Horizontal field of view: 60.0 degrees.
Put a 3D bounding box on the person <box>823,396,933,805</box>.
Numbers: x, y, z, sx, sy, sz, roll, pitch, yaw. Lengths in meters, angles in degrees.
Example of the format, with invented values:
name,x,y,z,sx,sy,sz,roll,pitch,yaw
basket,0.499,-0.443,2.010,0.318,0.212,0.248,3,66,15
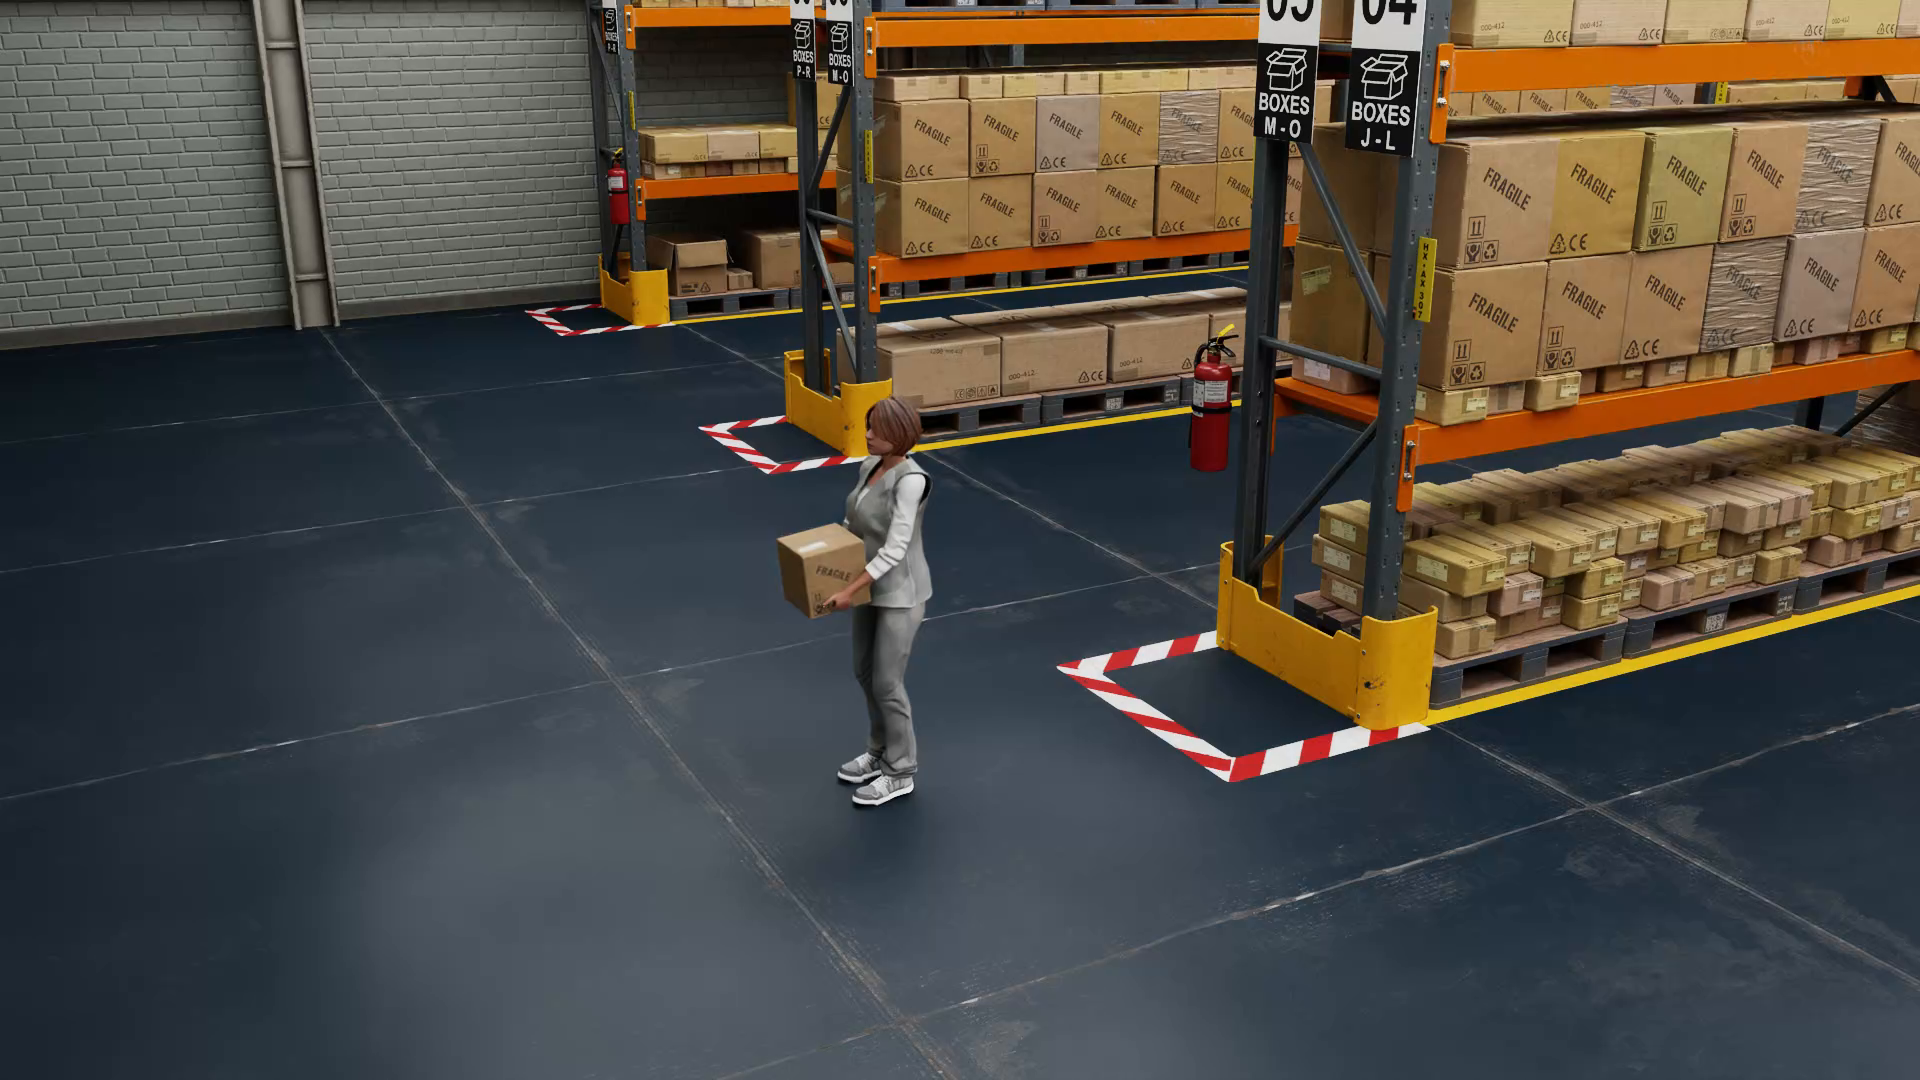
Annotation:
name,x,y,z,sx,sy,sz,roll,pitch,yaw
person,-0.353,0.238,6.371,0.489,1.596,0.425,-10,21,-27
